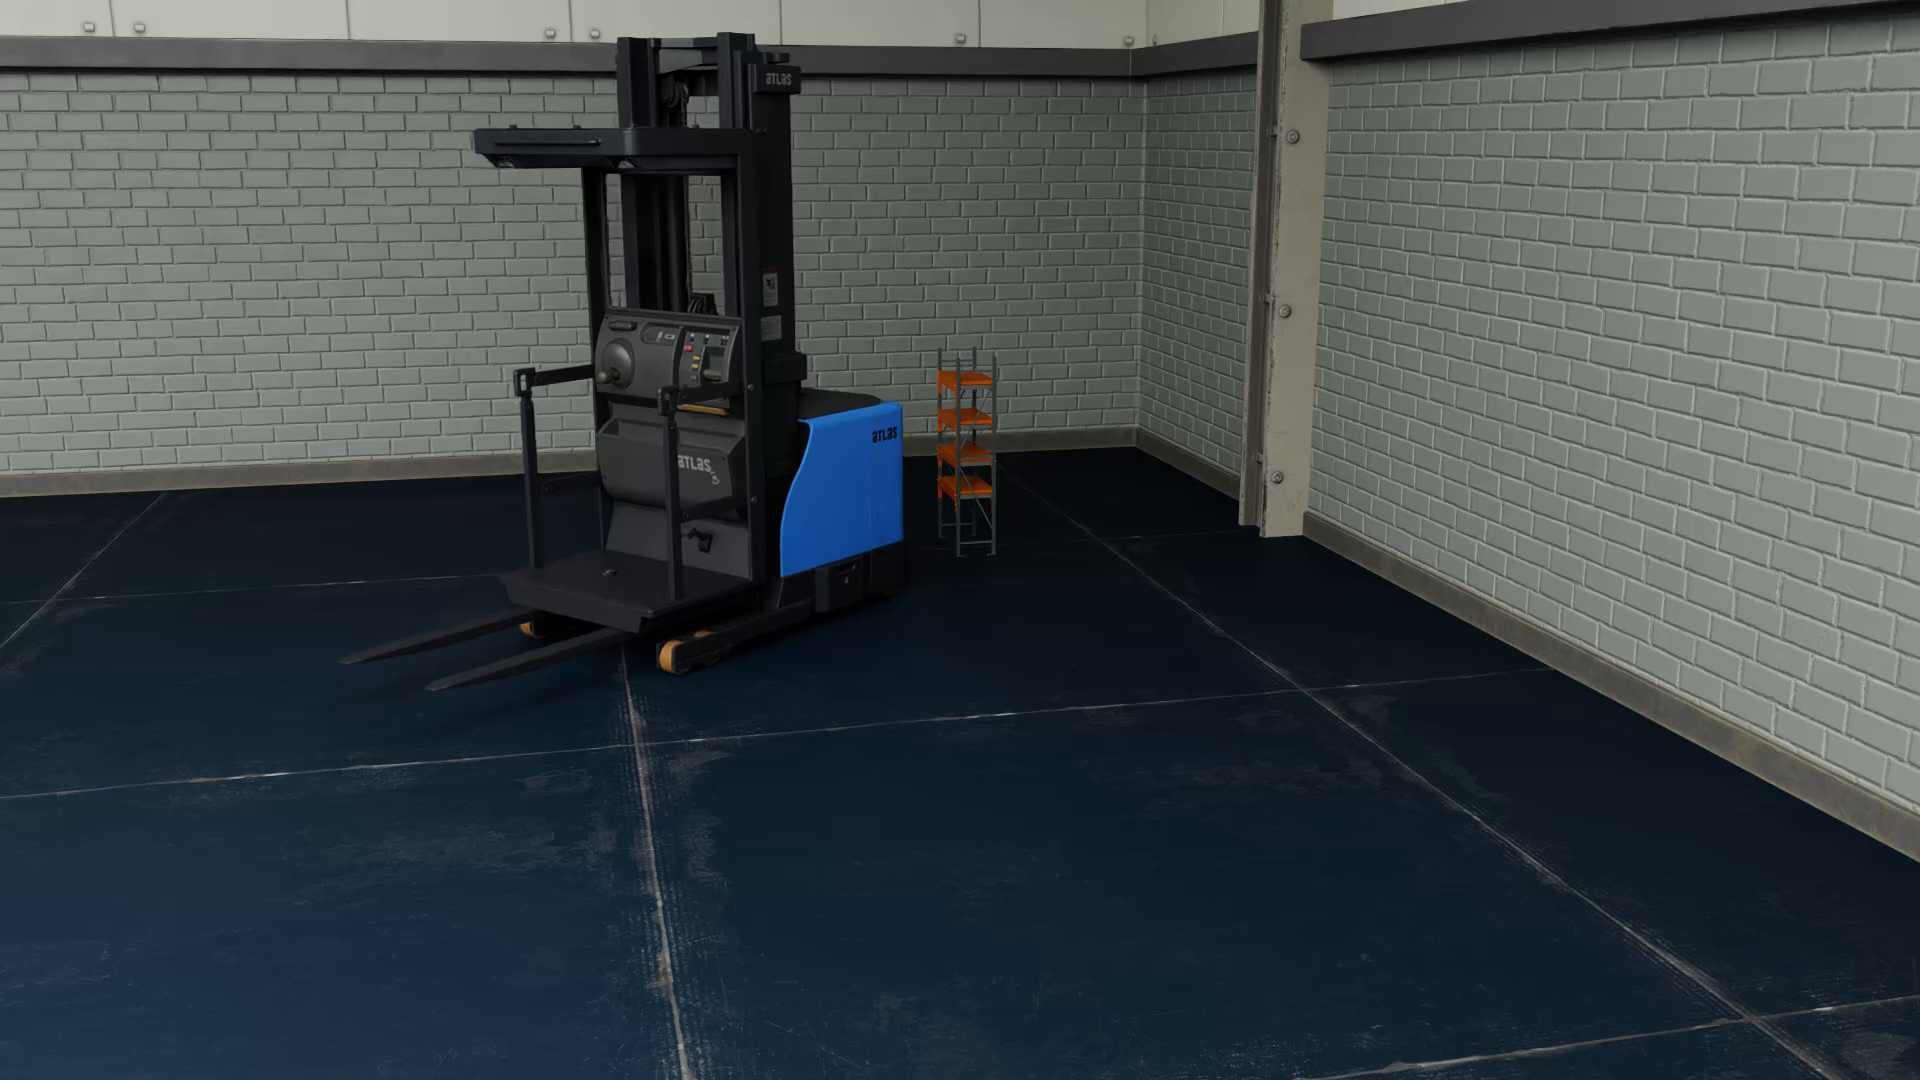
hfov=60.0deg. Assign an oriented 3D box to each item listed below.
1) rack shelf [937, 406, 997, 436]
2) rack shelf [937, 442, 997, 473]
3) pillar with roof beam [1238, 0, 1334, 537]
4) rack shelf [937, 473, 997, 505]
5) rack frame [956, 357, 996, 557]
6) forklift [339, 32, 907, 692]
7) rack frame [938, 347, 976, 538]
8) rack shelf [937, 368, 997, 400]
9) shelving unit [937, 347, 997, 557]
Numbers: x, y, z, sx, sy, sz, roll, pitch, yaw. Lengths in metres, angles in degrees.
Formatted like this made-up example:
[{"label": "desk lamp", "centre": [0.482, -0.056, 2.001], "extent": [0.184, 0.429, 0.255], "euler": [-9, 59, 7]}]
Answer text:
[{"label": "rack shelf", "centre": [0.039, -0.697, 10.091], "extent": [0.258, 0.148, 0.480], "euler": [-3, 14, -13]}, {"label": "rack shelf", "centre": [0.039, -0.479, 10.144], "extent": [0.258, 0.148, 0.480], "euler": [-3, 14, -13]}, {"label": "pillar with roof beam", "centre": [-2.171, -4.202, 8.668], "extent": [9.100, 9.000, 0.400], "euler": [-3, 14, -13]}, {"label": "rack shelf", "centre": [0.039, -0.286, 10.191], "extent": [0.258, 0.148, 0.480], "euler": [-3, 14, -13]}, {"label": "rack frame", "centre": [0.096, -0.488, 9.898], "extent": [0.240, 1.200, 0.015], "euler": [-3, 14, -13]}, {"label": "forklift", "centre": [-1.569, -0.918, 8.008], "extent": [1.130, 2.935, 3.031], "euler": [10, 17, 35]}, {"label": "rack frame", "centre": [-0.018, -0.601, 10.359], "extent": [0.240, 1.200, 0.015], "euler": [-3, 14, -13]}, {"label": "rack shelf", "centre": [0.039, -0.926, 10.035], "extent": [0.258, 0.148, 0.480], "euler": [-3, 14, -13]}, {"label": "shelving unit", "centre": [0.039, -0.545, 10.128], "extent": [0.258, 1.200, 0.503], "euler": [-3, 14, -13]}]
